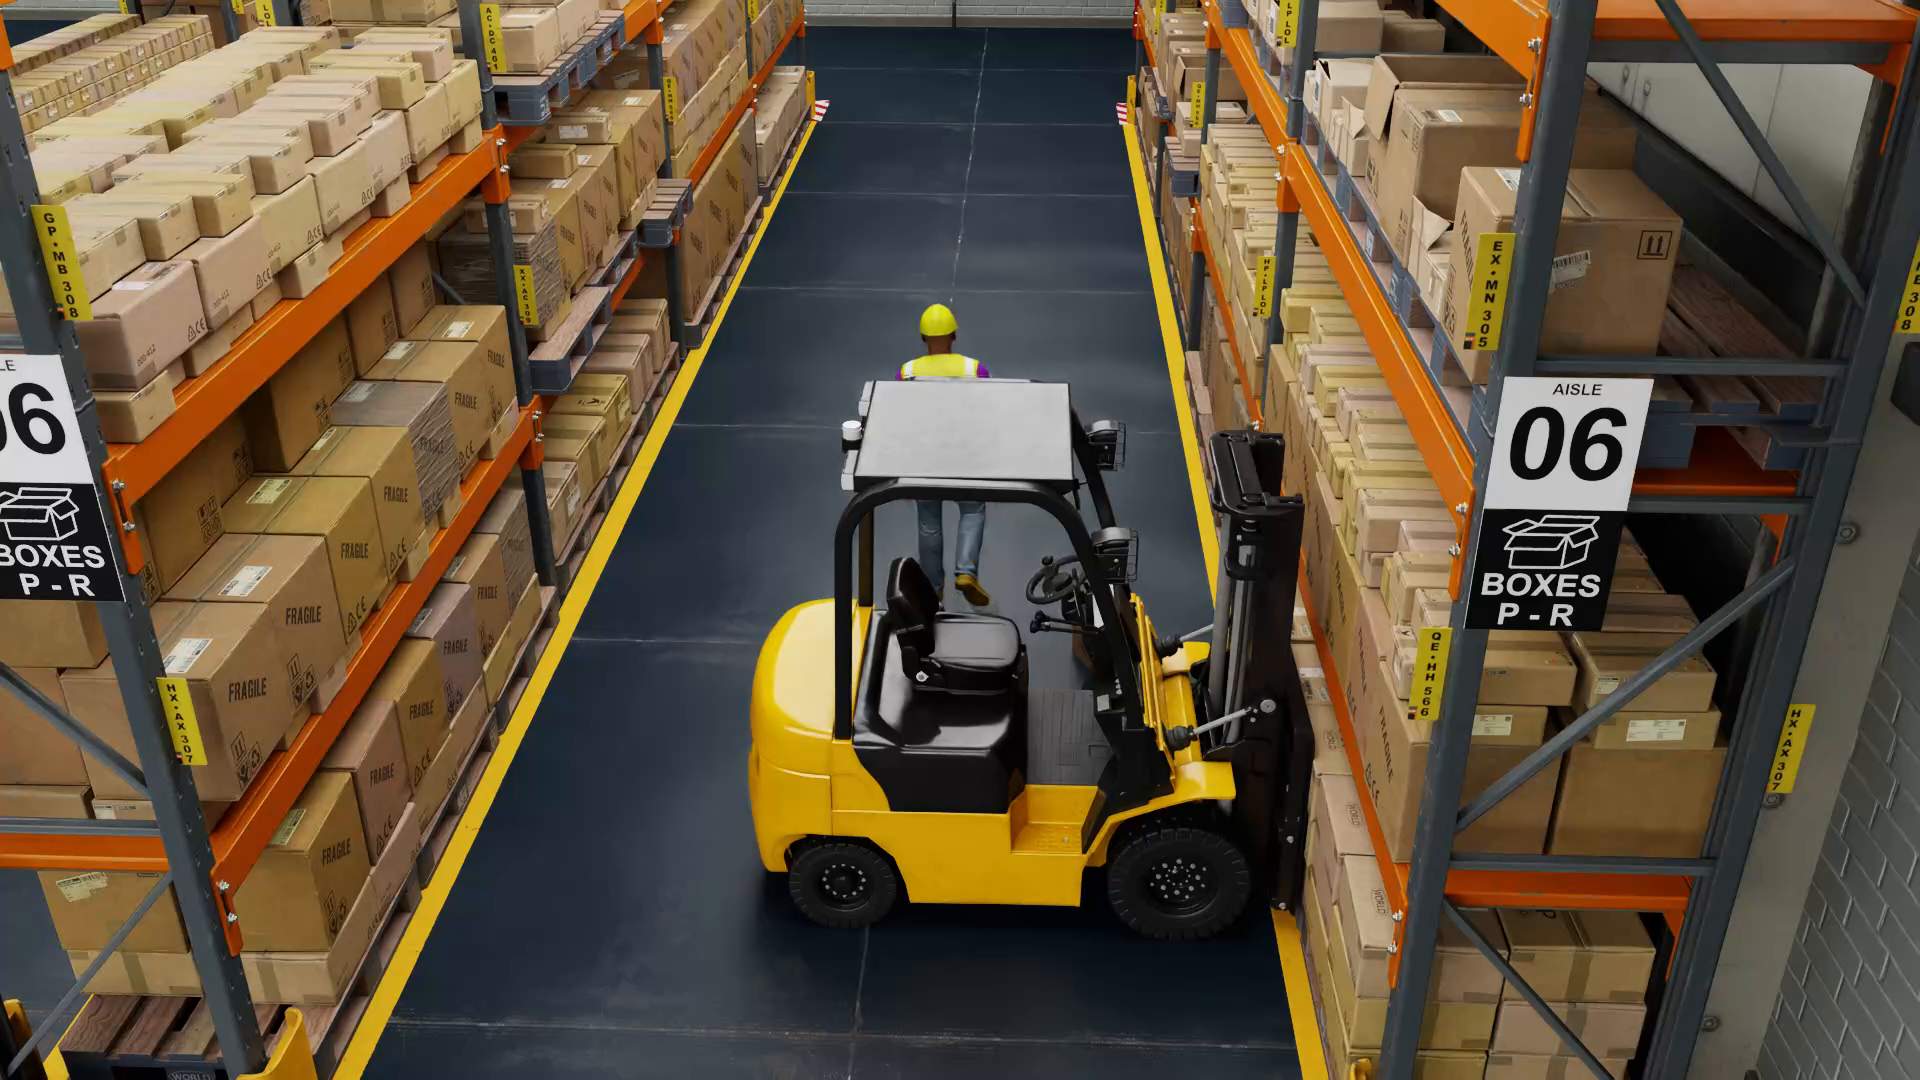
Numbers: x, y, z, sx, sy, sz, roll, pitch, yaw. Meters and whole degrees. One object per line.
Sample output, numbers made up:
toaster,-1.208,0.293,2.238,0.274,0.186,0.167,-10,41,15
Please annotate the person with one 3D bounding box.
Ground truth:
person,-0.087,-0.429,9.353,0.592,1.760,0.644,1,28,1
